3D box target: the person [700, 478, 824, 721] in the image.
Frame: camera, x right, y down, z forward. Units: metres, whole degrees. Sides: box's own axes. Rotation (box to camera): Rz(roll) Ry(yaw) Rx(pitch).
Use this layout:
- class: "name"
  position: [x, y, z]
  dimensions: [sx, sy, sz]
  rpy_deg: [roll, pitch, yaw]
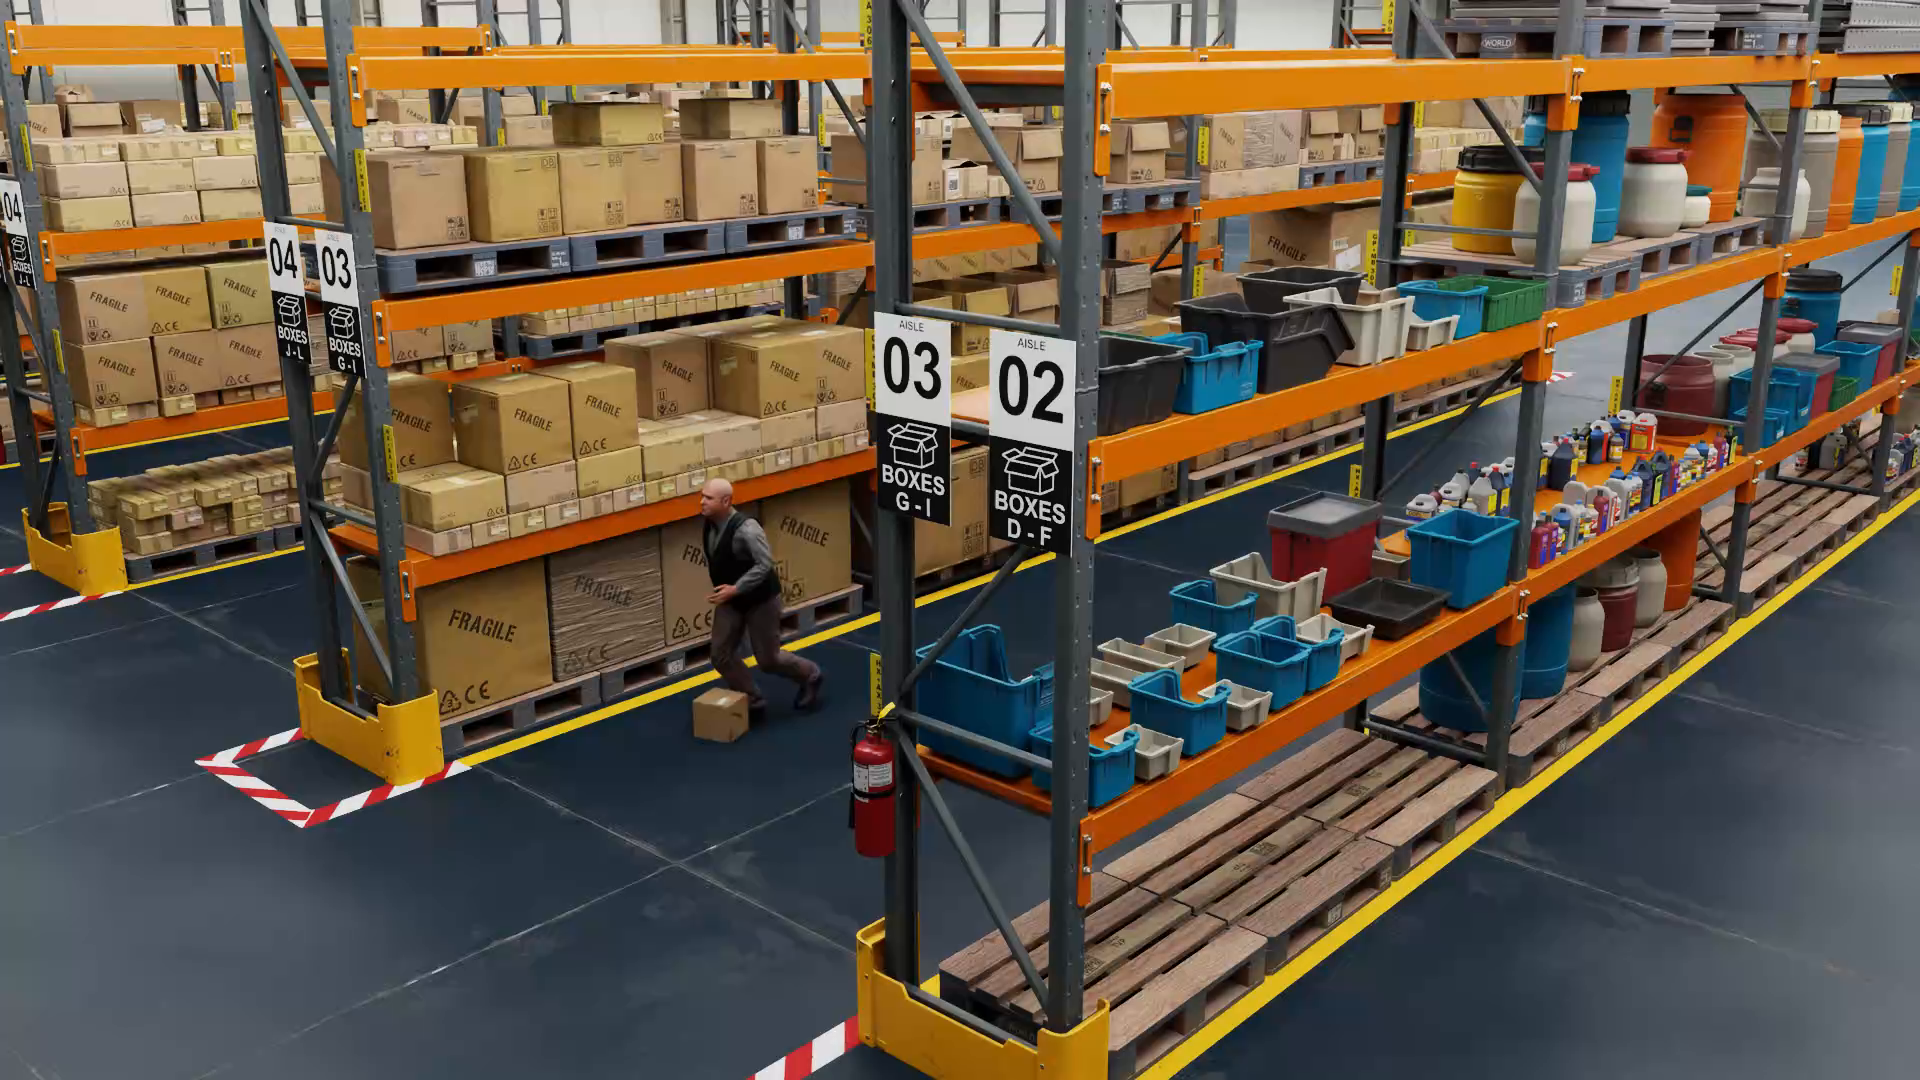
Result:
- class: "person"
  position: [-1.295, 0.361, 10.519]
  dimensions: [0.650, 1.651, 0.872]
  rpy_deg: [15, 22, 40]
